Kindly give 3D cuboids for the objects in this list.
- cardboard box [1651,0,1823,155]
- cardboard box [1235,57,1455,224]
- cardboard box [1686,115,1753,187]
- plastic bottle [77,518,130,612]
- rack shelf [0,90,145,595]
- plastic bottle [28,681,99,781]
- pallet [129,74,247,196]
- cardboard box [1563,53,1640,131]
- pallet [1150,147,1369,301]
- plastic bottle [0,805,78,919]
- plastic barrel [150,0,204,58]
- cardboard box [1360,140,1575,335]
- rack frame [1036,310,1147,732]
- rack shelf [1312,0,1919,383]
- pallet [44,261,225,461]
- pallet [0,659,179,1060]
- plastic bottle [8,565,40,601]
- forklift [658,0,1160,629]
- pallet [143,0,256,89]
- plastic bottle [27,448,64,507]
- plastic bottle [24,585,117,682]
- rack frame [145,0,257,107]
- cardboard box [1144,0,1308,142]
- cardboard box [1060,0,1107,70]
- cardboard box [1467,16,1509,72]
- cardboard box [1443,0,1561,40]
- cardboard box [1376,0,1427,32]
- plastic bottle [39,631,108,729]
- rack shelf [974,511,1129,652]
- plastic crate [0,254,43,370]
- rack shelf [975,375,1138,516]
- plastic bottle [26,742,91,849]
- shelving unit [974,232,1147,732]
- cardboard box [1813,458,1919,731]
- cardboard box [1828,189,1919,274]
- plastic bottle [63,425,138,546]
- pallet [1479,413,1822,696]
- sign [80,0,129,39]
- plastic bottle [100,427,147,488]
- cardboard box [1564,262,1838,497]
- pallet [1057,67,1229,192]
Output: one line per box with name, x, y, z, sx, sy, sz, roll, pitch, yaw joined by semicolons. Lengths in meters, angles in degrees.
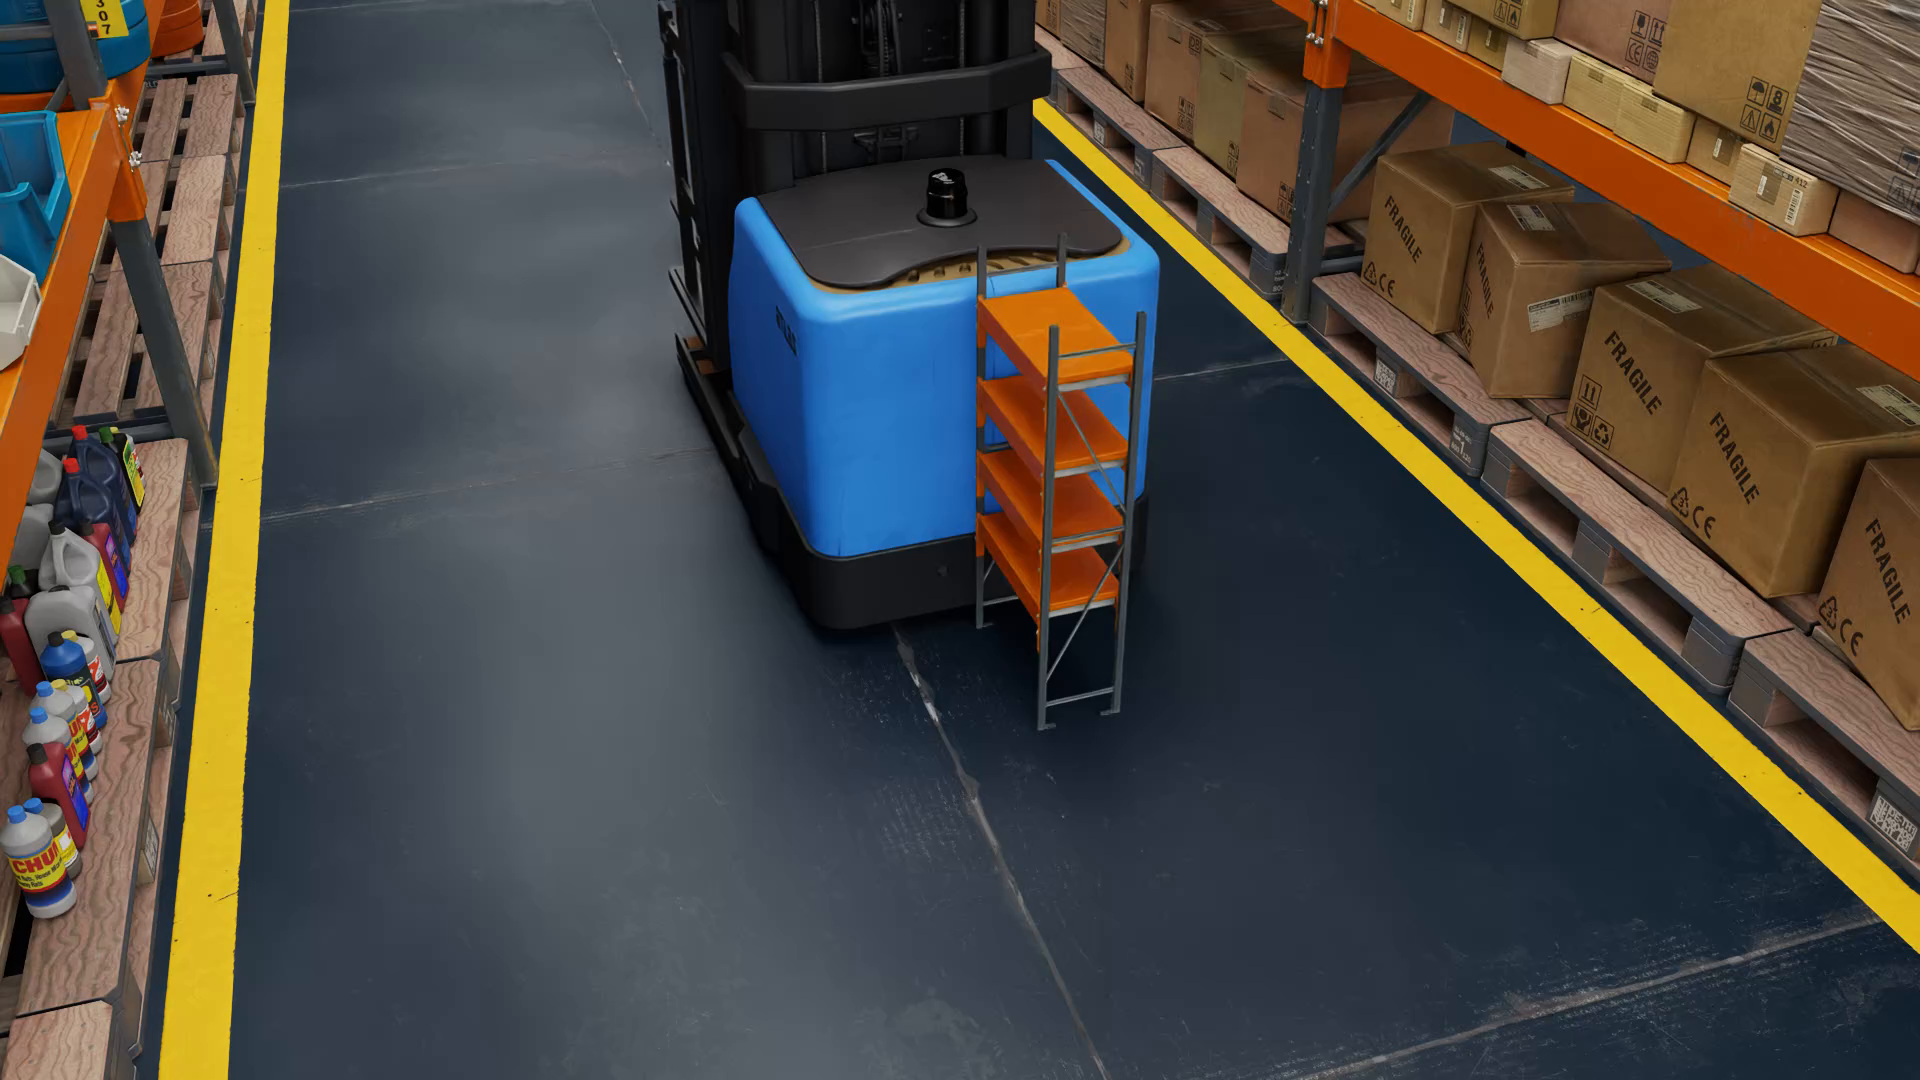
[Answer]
cardboard box;2.323;-1.337;4.193;0.875;0.500;0.500;-10;35;-15
cardboard box;1.598;-1.668;6.922;0.700;0.500;0.500;-13;36;-18
cardboard box;2.133;-1.025;4.308;0.380;0.149;0.250;-10;35;-15
plastic bottle;-2.334;0.050;4.519;0.061;0.283;0.133;-8;34;-12
rack shelf;-2.342;-0.019;3.210;1.077;0.370;4.000;-10;35;-15
plastic bottle;-2.124;0.449;3.925;0.097;0.271;0.097;0;33;0
pallet;-3.973;-1.892;7.922;1.003;0.211;1.213;-10;35;-15
cardboard box;1.948;-1.281;4.696;0.380;0.149;0.250;-10;35;-15
pallet;1.526;-1.447;7.248;1.003;0.211;1.213;-10;35;-15
plastic bottle;-1.989;0.682;3.573;0.097;0.271;0.097;0;33;0
plastic barrel;-4.338;-2.993;8.646;0.600;0.830;0.708;-10;35;-15
cardboard box;1.848;-1.117;6.107;0.500;0.500;0.500;-11;35;-16
rack frame;0.320;-0.011;4.178;0.240;1.200;0.015;-11;35;-16
rack shelf;2.375;-0.852;4.470;1.077;0.370;4.000;-10;35;-15
pallet;-3.229;-0.611;5.984;1.003;0.211;1.213;-10;35;-15
pallet;-2.411;0.796;3.854;1.003;0.211;1.213;-10;35;-15
plastic bottle;-2.414;0.172;4.334;0.061;0.283;0.133;-10;35;-15
forklift;-0.405;-1.775;5.278;1.130;2.935;3.031;-11;35;-16
pallet;-4.453;-2.713;9.163;1.003;0.211;1.213;-10;35;-15
plastic bottle;-2.619;-0.133;4.735;0.144;0.351;0.185;-10;35;-15
plastic bottle;-2.279;0.230;4.253;0.152;0.276;0.135;-9;35;-14
rack frame;-4.173;-3.469;7.779;1.000;3.000;0.127;-10;35;-15
cardboard box;1.299;-2.216;7.751;0.700;0.500;0.500;-13;36;-19
cardboard box;0.949;-2.805;8.642;0.700;0.500;0.500;-13;36;-19
cardboard box;1.795;-1.544;5.093;0.380;0.149;0.250;-10;35;-15
cardboard box;1.962;-1.852;4.972;0.875;0.500;0.500;-10;35;-15
cardboard box;1.607;-1.800;5.481;0.380;0.149;0.250;-10;35;-15
plastic bottle;-2.185;0.343;4.086;0.097;0.271;0.097;0;33;0
rack shelf;0.240;0.084;4.517;0.258;0.148;0.480;-11;35;-16
plastic crate;-2.216;-0.449;3.448;0.530;0.136;0.437;-10;35;-15
rack shelf;0.240;-0.268;4.284;0.258;0.148;0.480;-11;35;-16
plastic bottle;-2.040;0.555;3.754;0.061;0.283;0.133;-9;35;-14
shelving unit;0.240;-0.138;4.370;0.258;1.200;0.503;-11;35;-16
cardboard box;2.595;0.127;4.223;0.500;0.500;0.500;-1;33;-2
cardboard box;2.304;-0.765;3.915;0.380;0.149;0.250;-10;35;-15
plastic bottle;-2.481;-0.158;4.771;0.144;0.351;0.185;-11;35;-16
pallet;2.379;-0.050;5.134;1.003;0.211;1.213;-10;35;-15
sign;-2.425;-1.571;4.656;0.100;0.325;0.005;-10;35;-15
plastic bottle;-2.545;-0.247;5.042;0.097;0.201;0.097;0;33;0
cardboard box;2.295;-0.505;5.180;0.500;0.500;0.500;-13;36;-19
pallet;1.150;-2.089;8.219;1.003;0.211;1.213;-10;35;-15
